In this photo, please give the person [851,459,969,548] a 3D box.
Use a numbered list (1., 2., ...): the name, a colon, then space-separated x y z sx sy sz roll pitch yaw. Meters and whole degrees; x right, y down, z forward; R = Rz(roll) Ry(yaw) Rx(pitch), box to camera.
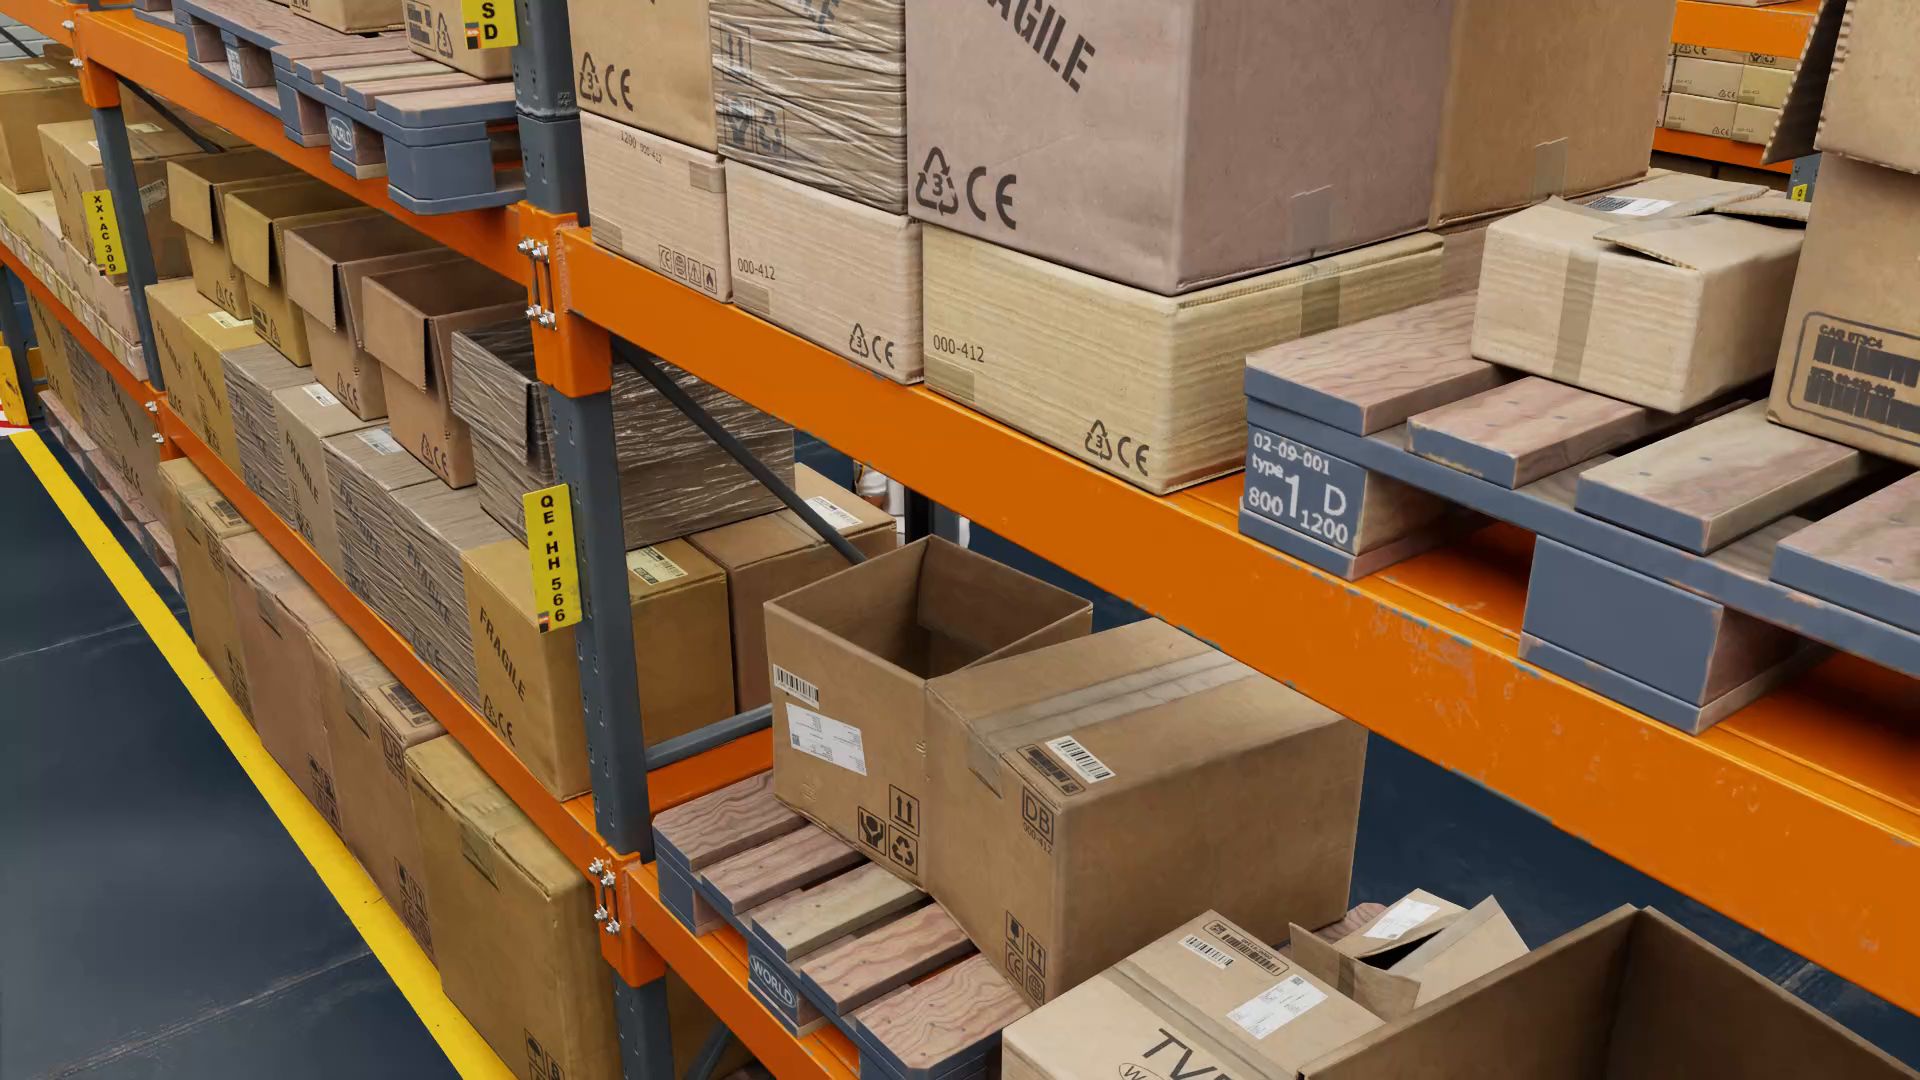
1. person: -0.208 0.018 6.560 0.565 1.665 0.470 -20 32 -37
